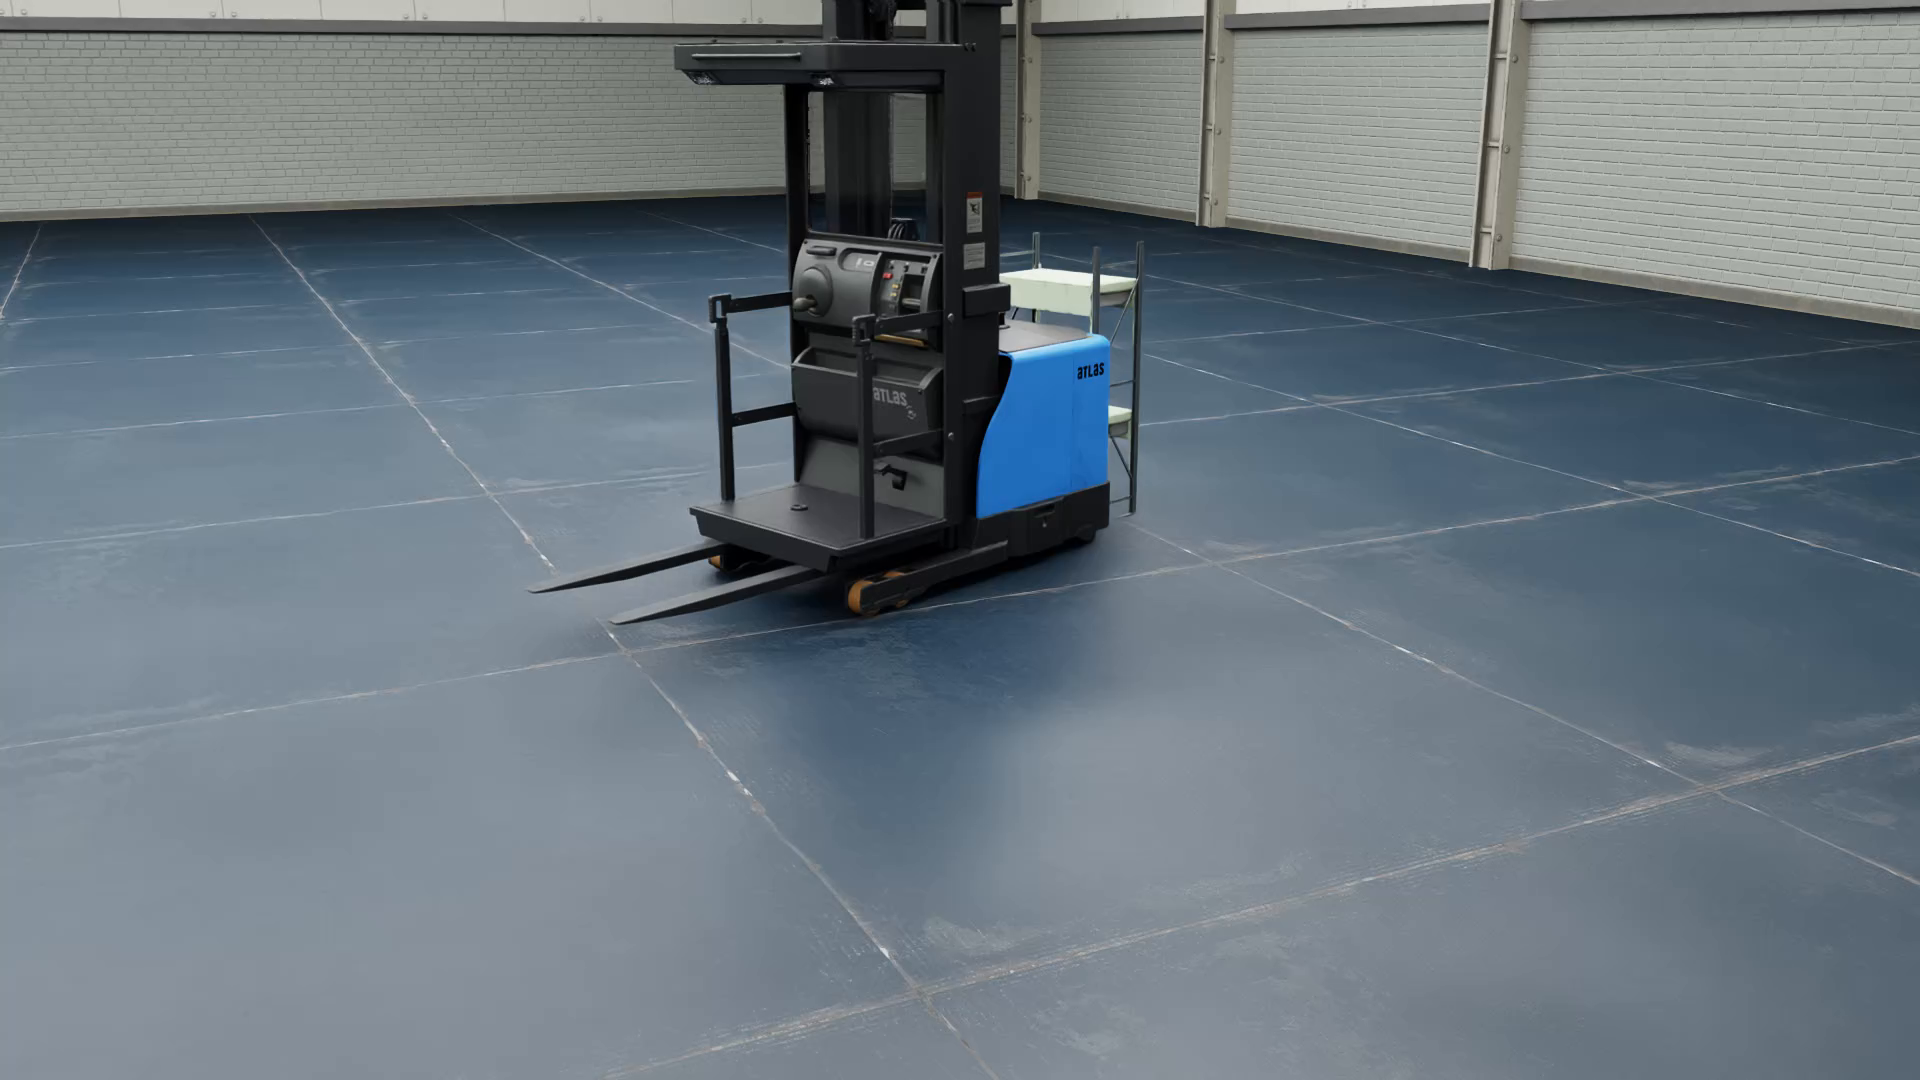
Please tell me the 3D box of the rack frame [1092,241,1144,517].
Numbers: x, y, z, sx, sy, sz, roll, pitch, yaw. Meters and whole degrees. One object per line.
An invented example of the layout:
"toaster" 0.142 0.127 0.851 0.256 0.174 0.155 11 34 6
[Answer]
"rack frame" 0.833 -0.828 8.917 0.023 1.500 0.400 15 22 41

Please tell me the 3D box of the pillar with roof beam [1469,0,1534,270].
"pillar with roof beam" 2.624 -7.148 17.346 9.100 9.000 0.400 -8 18 -25

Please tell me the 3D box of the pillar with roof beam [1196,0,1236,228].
"pillar with roof beam" -0.005 -8.636 22.530 9.100 9.000 0.400 -8 18 -25

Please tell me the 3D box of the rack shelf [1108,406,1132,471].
"rack shelf" 0.568 -0.584 9.250 0.720 0.370 0.431 15 22 41

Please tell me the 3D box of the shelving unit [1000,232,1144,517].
"shelving unit" 0.568 -0.898 9.160 0.755 1.500 0.431 15 22 41

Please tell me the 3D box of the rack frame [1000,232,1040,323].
"rack frame" 0.302 -0.967 9.402 0.023 1.500 0.400 15 22 41

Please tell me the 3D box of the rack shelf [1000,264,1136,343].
"rack shelf" 0.568 -1.273 9.052 0.720 0.370 0.431 15 22 41

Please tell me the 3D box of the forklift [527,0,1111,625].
"forklift" -0.593 -1.220 7.688 1.130 2.935 3.031 15 22 41

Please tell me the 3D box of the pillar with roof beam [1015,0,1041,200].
"pillar with roof beam" -2.633 -10.124 27.715 9.100 9.000 0.400 -8 18 -25
